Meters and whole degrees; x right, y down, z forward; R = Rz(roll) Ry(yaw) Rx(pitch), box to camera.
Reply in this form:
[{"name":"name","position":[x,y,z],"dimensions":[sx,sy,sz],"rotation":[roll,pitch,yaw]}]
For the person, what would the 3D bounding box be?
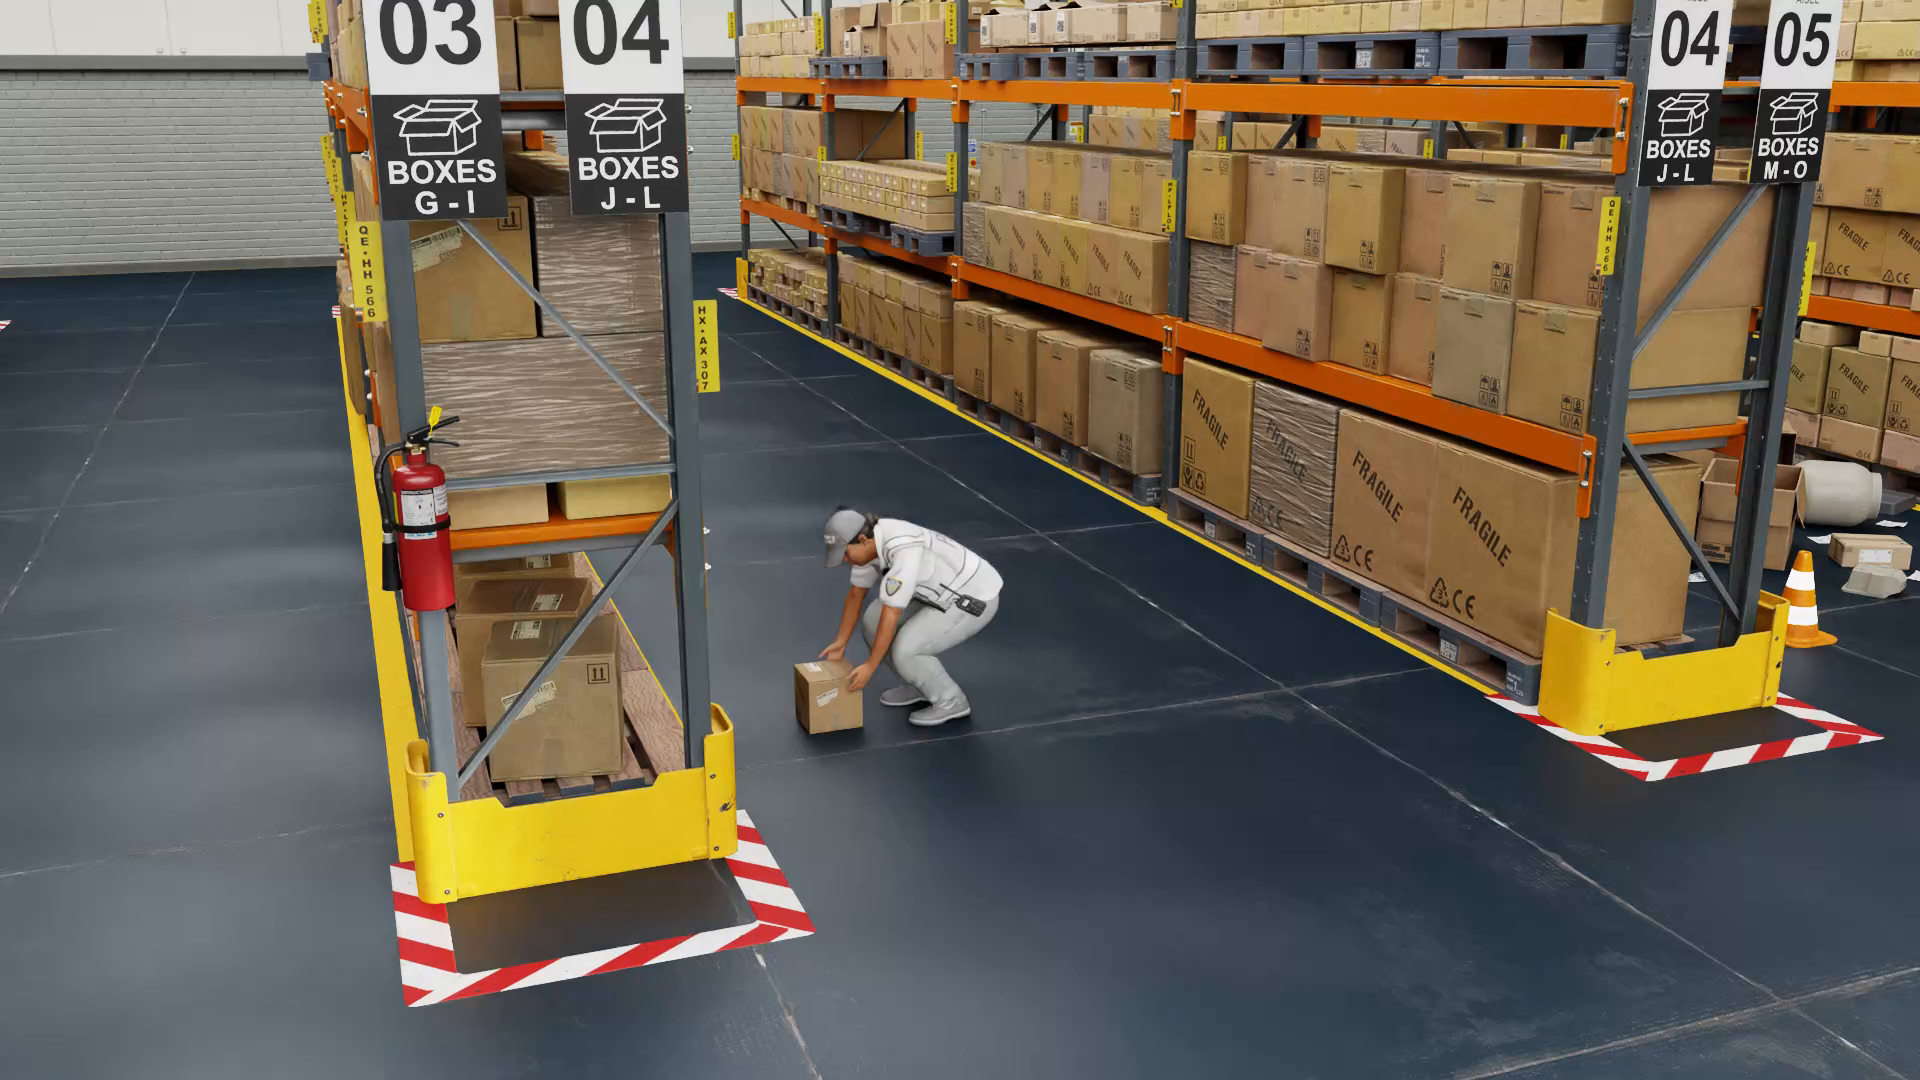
[{"name":"person","position":[-0.222,0.321,7.594],"dimensions":[0.844,1.016,0.522],"rotation":[-6,17,-20]}]
